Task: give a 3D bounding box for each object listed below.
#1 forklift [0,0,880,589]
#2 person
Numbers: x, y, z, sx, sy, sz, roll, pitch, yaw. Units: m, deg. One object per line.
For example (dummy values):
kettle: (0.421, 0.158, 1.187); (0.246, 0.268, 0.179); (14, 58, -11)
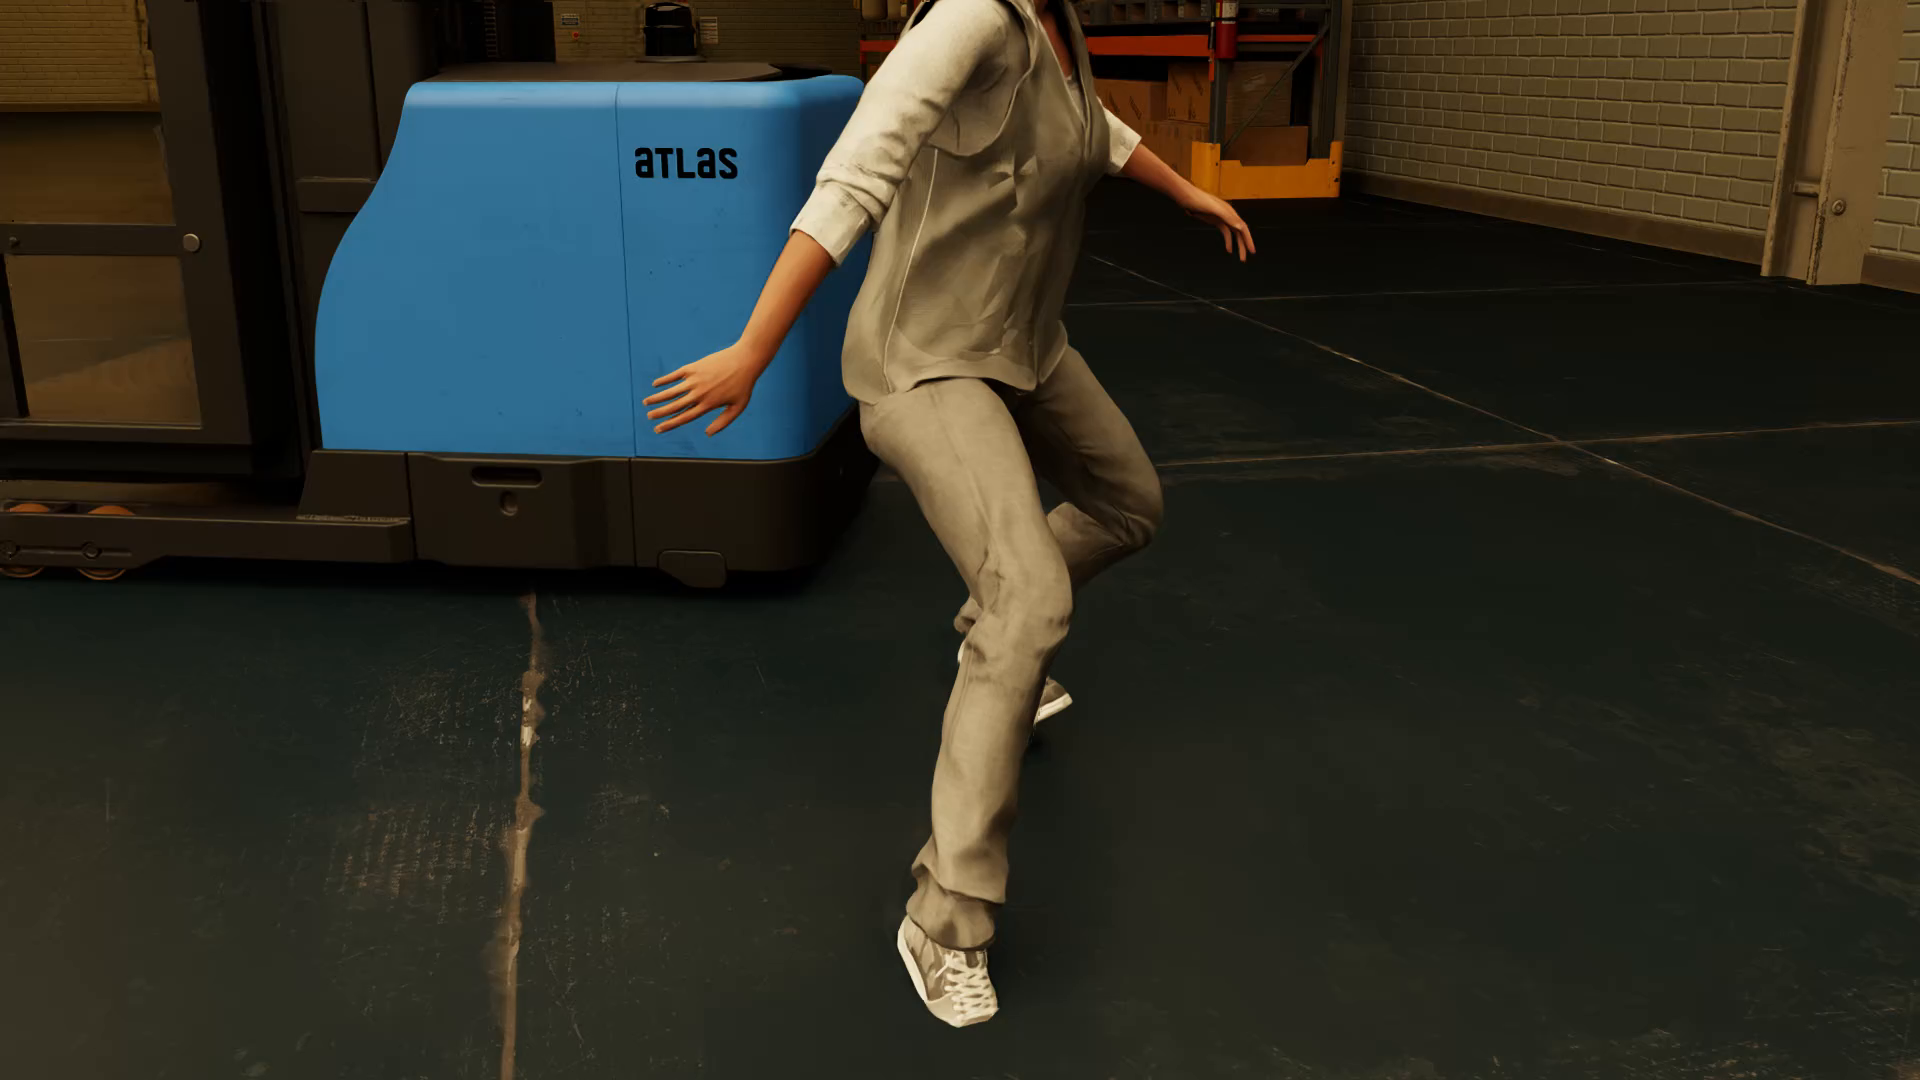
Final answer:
forklift: (-1.765, -1.461, 3.785); (3.031, 2.935, 1.130); (2, 17, 6)
person: (0.026, -0.190, 2.269); (0.496, 1.521, 0.985); (8, 18, 24)
